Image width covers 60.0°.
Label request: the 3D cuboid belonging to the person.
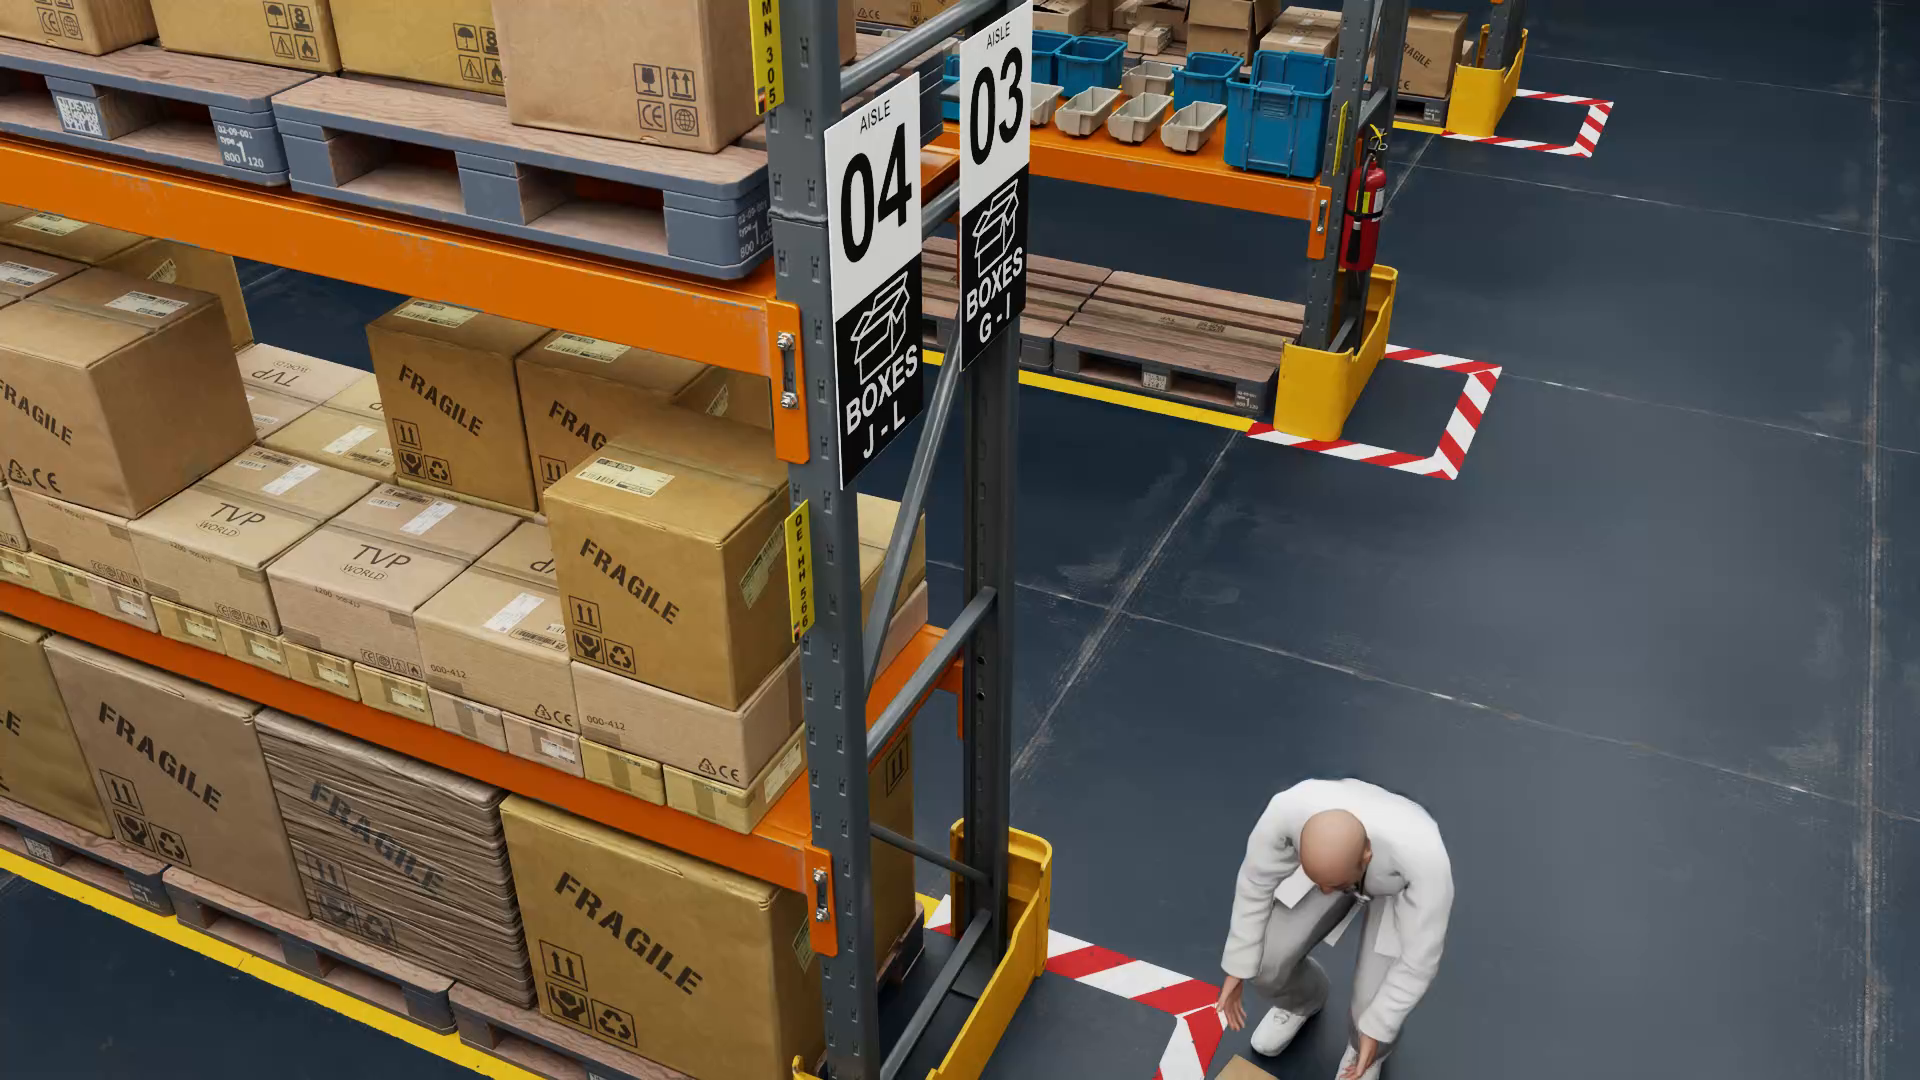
[{"bbox_3d":[1.155,1.125,4.904,0.632,1.271,0.793,24,40,31],"label":"person"}]
